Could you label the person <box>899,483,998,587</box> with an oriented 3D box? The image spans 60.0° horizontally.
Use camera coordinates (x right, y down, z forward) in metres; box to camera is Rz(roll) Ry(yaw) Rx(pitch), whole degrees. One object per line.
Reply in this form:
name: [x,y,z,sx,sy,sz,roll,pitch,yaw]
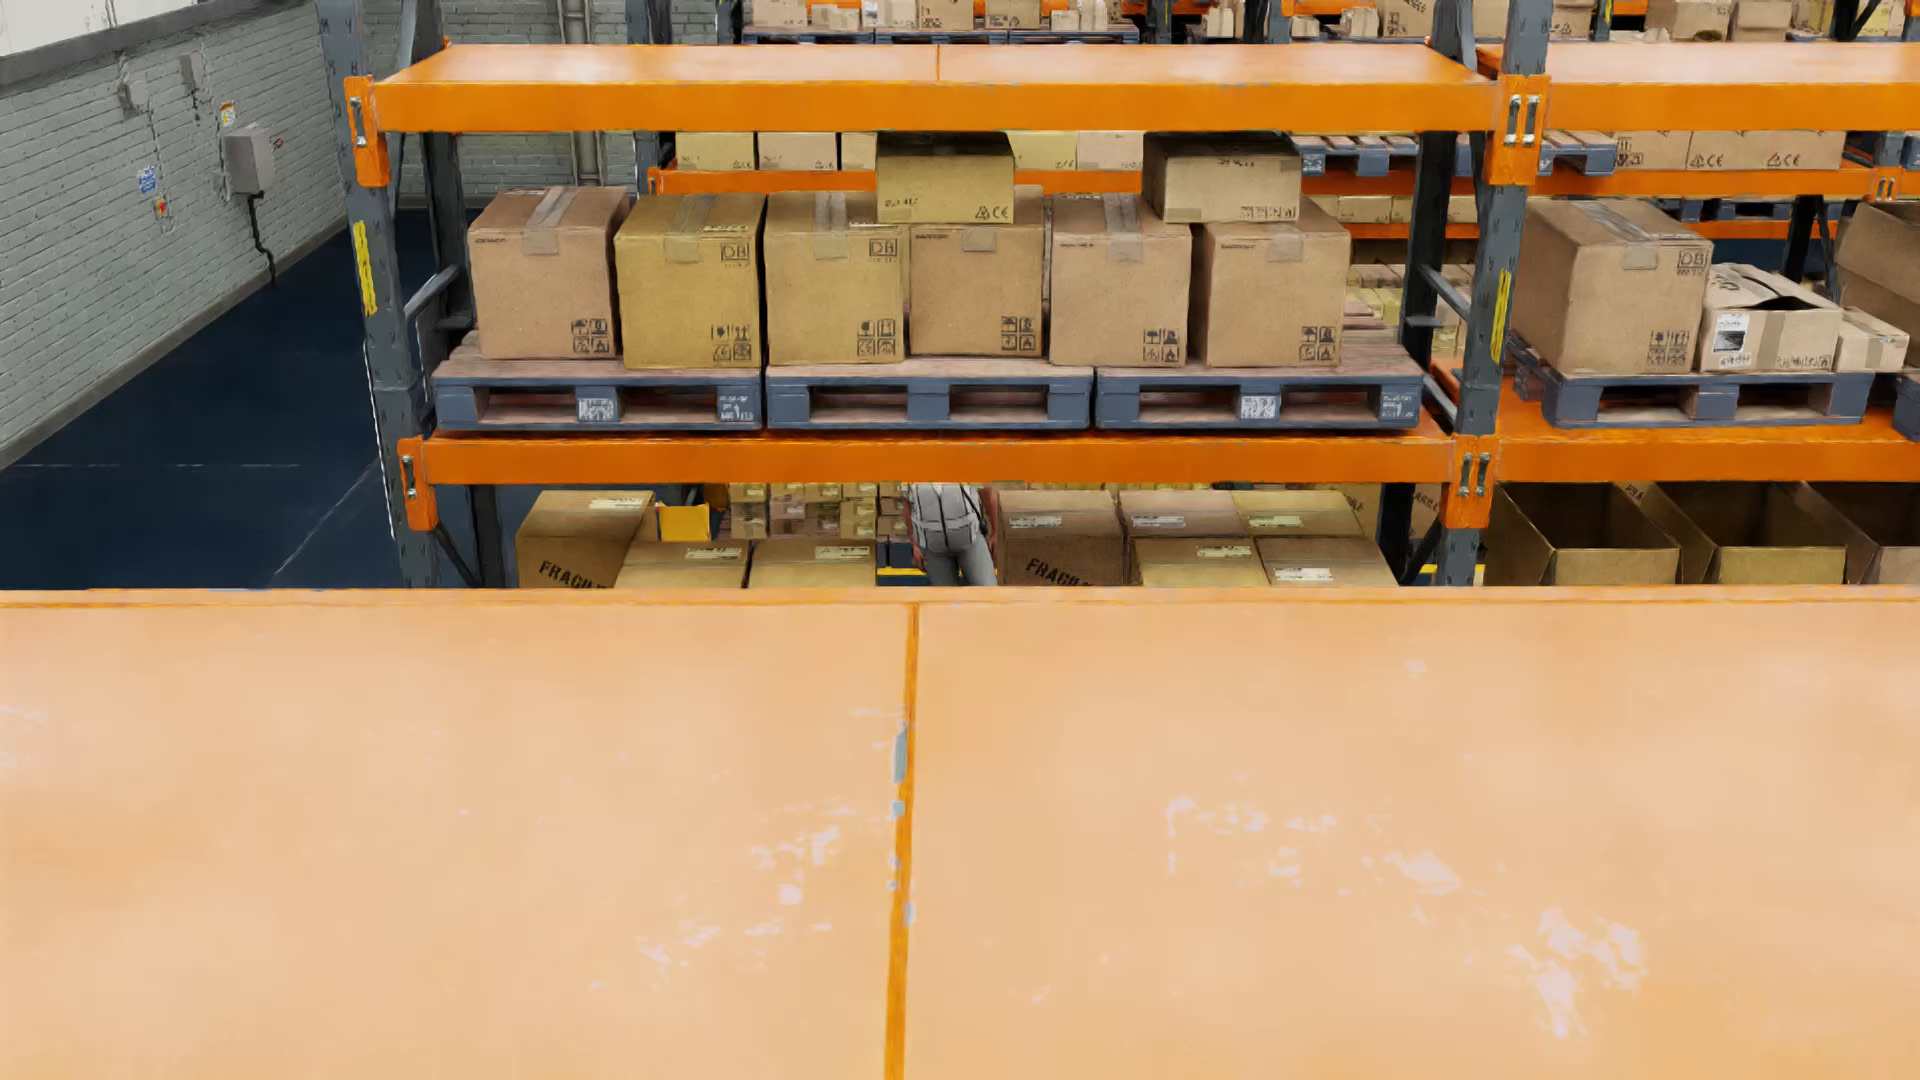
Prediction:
person: [-0.053,-0.016,10.146,0.630,1.713,0.649,1,24,1]
